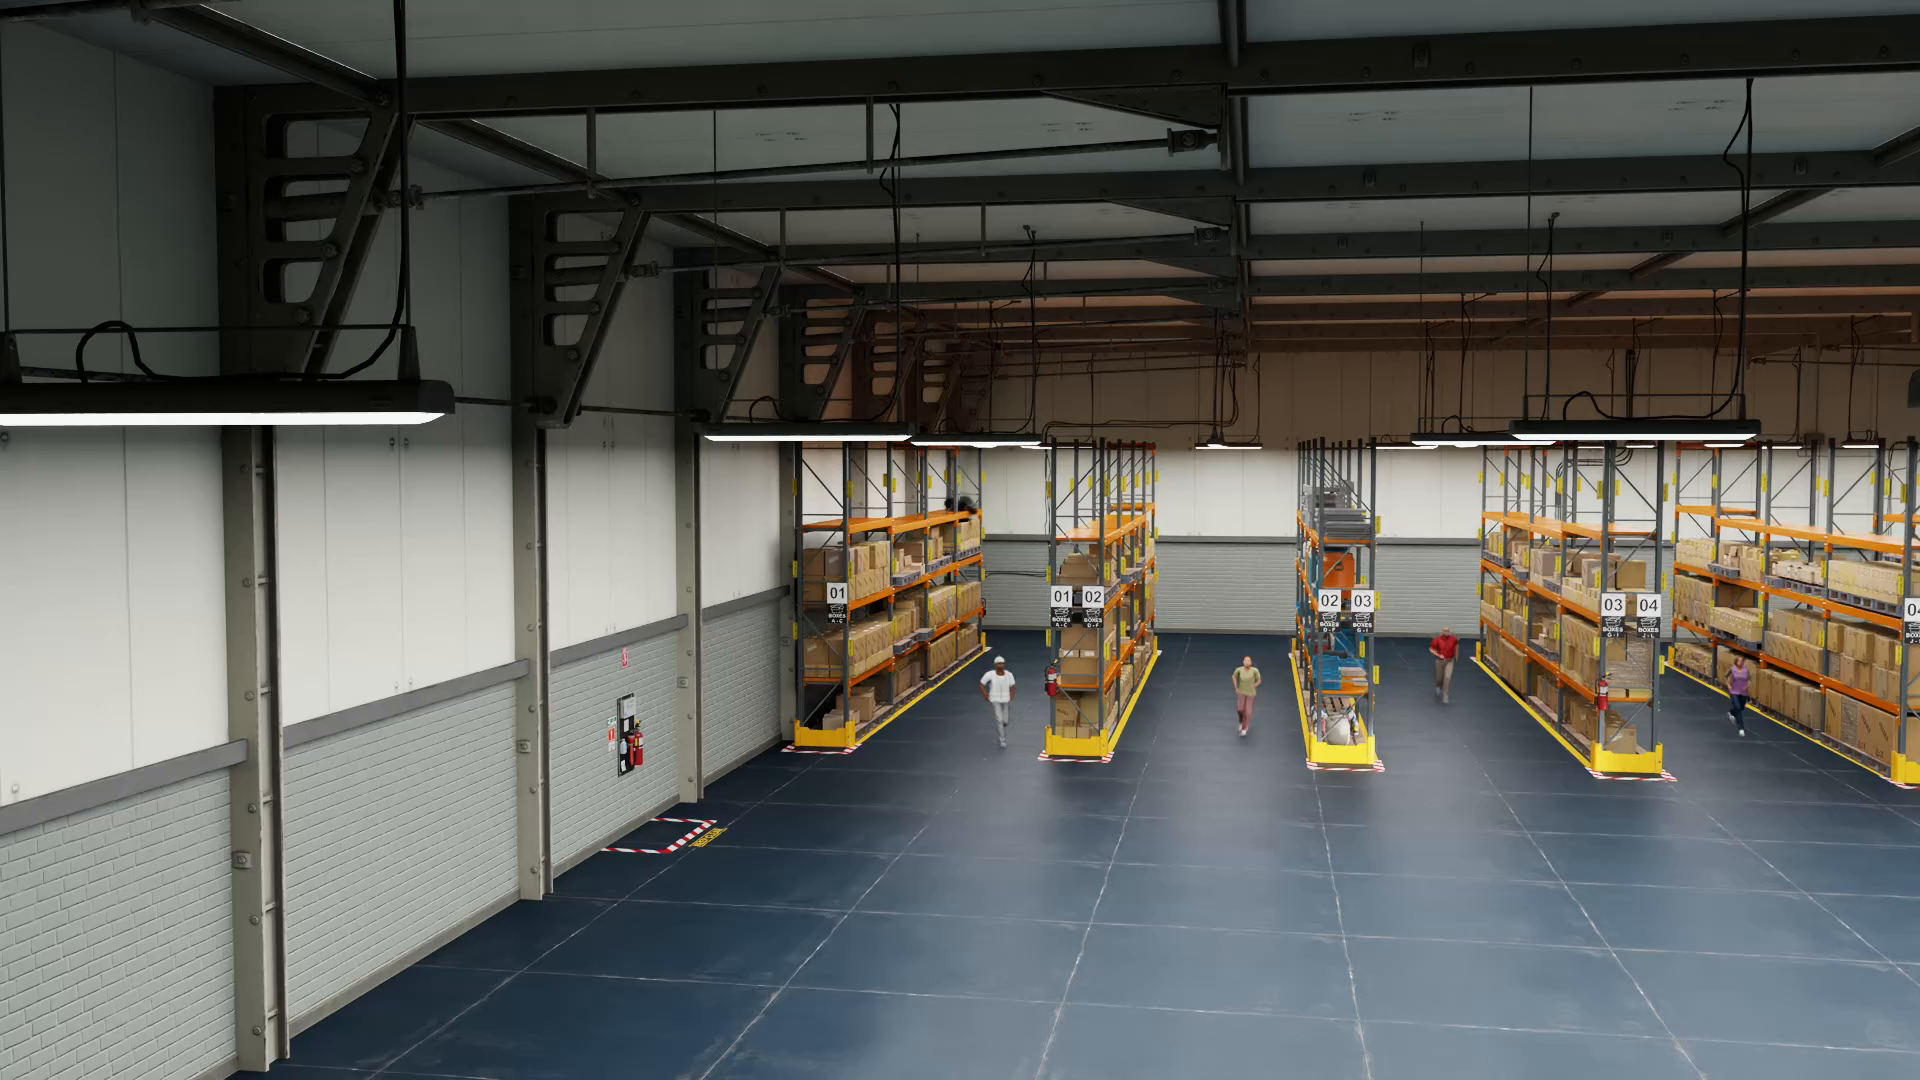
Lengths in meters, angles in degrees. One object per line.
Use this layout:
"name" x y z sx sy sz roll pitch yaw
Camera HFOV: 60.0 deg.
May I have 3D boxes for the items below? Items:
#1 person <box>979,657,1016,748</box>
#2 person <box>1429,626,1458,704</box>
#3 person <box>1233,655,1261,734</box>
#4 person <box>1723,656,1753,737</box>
"person" 0.754 3.141 32.430 0.732 1.737 0.810 -1 3 -15
"person" 11.154 2.844 38.322 0.686 1.731 1.011 0 3 5
"person" 5.783 3.126 33.538 0.582 1.628 0.576 1 3 12
"person" 15.850 3.146 33.855 0.507 1.594 1.034 0 3 5
